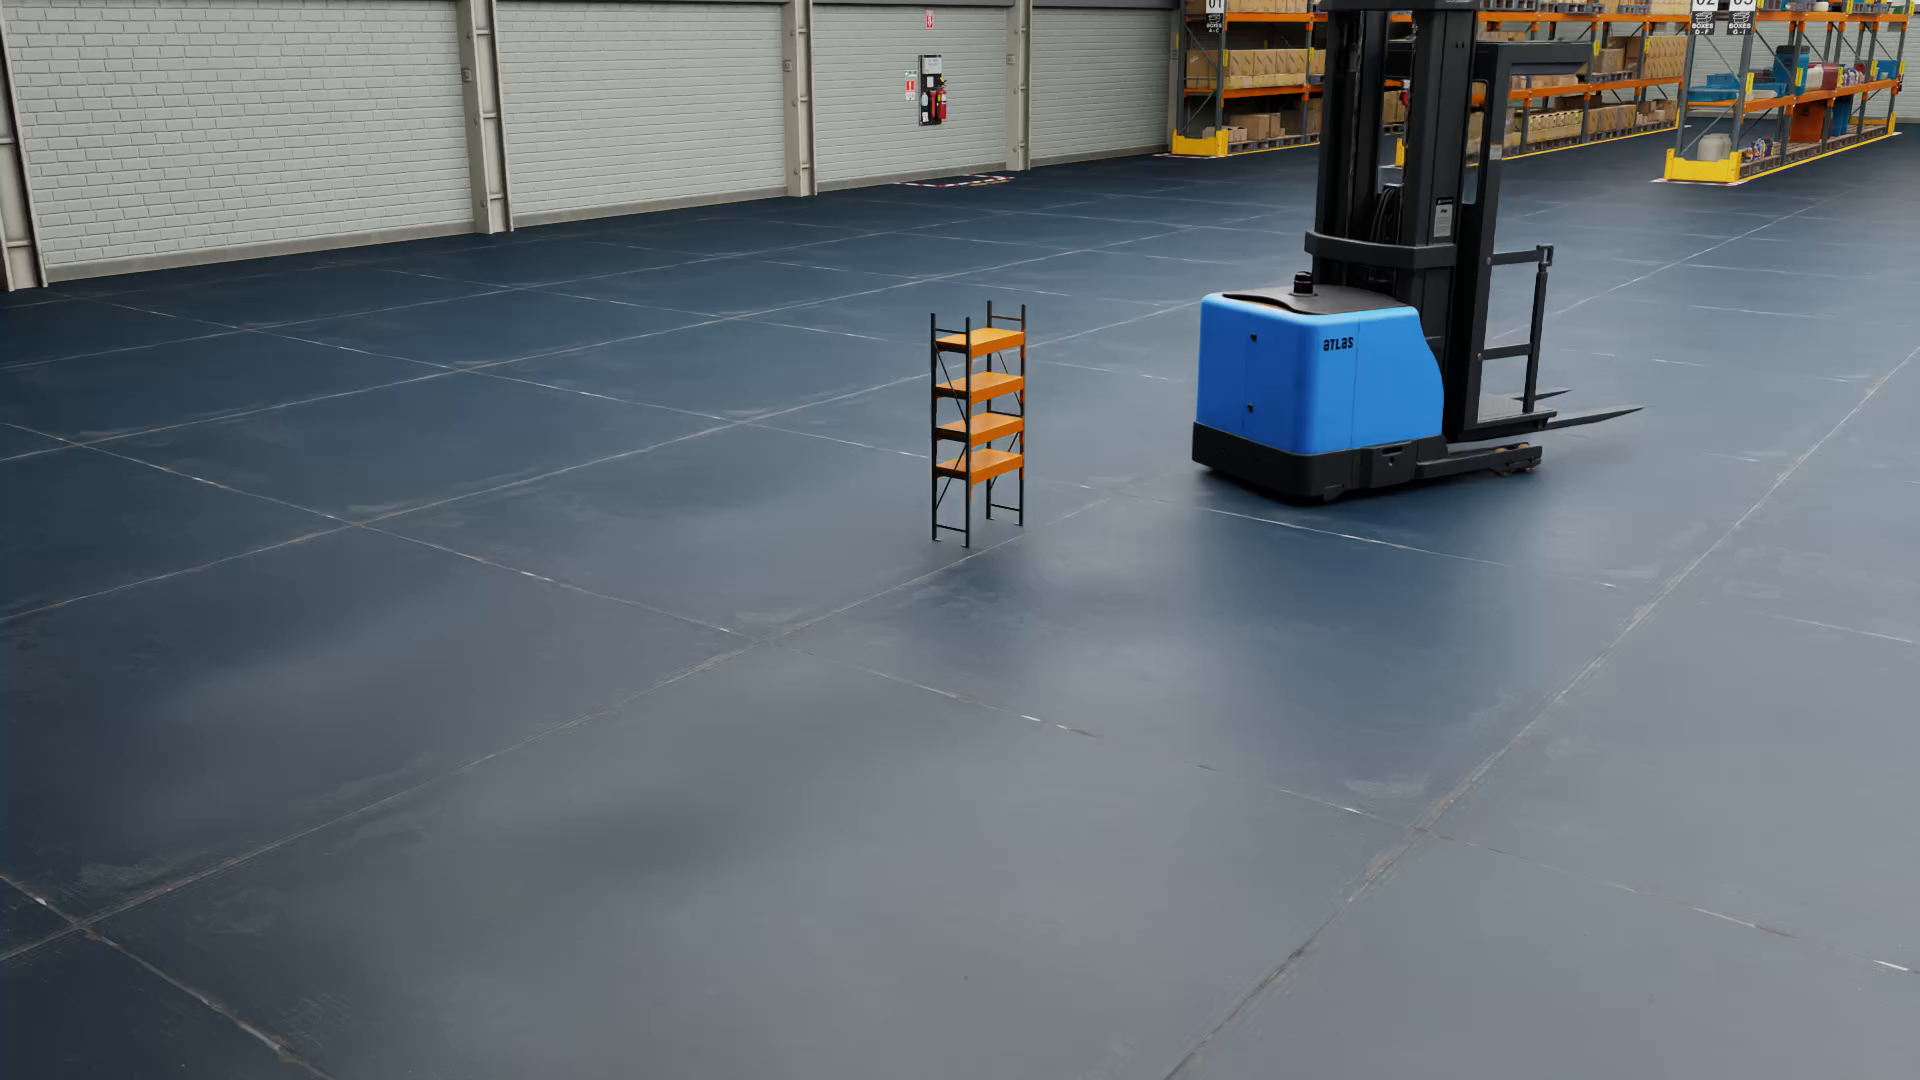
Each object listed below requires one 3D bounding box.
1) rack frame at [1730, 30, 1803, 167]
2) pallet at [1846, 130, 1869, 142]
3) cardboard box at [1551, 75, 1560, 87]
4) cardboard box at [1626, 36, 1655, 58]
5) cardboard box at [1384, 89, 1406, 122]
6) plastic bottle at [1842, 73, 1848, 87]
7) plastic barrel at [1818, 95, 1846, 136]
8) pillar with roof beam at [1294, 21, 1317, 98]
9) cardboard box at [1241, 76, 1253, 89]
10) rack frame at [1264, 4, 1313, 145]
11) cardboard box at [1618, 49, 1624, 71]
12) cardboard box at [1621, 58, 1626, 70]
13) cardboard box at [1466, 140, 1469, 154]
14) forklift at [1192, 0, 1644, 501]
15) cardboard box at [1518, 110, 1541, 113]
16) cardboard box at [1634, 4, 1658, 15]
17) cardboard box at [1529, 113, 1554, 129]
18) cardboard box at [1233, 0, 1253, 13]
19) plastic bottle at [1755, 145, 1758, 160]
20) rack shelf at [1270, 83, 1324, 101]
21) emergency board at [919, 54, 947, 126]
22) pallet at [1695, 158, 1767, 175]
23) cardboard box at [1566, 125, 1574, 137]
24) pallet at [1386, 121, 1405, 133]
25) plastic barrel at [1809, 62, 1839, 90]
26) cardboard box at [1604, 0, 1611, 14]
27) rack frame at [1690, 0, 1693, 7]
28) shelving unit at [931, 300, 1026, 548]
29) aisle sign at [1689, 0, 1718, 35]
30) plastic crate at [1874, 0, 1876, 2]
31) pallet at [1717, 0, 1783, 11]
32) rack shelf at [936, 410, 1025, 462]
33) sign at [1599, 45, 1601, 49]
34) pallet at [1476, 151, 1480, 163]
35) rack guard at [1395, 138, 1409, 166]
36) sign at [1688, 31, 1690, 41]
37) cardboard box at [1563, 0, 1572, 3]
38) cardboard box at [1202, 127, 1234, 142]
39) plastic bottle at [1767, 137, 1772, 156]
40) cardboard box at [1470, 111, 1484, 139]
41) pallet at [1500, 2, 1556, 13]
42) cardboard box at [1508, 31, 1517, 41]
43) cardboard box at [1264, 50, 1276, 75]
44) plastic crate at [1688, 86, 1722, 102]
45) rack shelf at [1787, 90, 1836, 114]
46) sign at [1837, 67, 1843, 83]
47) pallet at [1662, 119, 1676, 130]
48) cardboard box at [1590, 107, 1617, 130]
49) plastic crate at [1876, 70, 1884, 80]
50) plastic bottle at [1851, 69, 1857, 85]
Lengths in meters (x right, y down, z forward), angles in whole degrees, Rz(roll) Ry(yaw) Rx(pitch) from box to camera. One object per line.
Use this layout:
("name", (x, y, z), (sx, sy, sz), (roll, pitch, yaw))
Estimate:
("rack frame", (15.263, -8.629, 31.472), (1.000, 3.000, 0.127), (12, 21, 35))
("pallet", (20.436, -9.384, 38.608), (1.003, 0.211, 1.213), (12, 21, 35))
("cardboard box", (12.684, -10.103, 36.050), (0.500, 0.500, 0.500), (11, 20, 32))
("cardboard box", (16.560, -11.998, 40.468), (0.500, 0.500, 0.500), (13, 22, 36))
("cardboard box", (10.760, -10.866, 41.592), (0.750, 0.750, 0.750), (12, 21, 34))
("plastic bottle", (18.990, -9.898, 35.770), (0.152, 0.276, 0.135), (12, 21, 35))
("plastic barrel", (19.270, -9.437, 36.906), (0.600, 0.901, 0.708), (12, 21, 35))
("pillar with roof beam", (11.678, -13.280, 36.333), (9.100, 9.000, 0.400), (12, 21, 35))
("cardboard box", (5.767, -9.551, 34.661), (0.500, 0.250, 0.500), (12, 21, 33))
("rack frame", (7.306, -10.379, 37.110), (1.000, 3.000, 0.127), (12, 21, 35))
("cardboard box", (15.592, -11.585, 40.116), (0.700, 0.500, 0.500), (5, 18, 16))
("cardboard box", (16.145, -11.623, 40.944), (0.500, 0.500, 0.500), (13, 21, 36))
("cardboard box", (9.402, -7.528, 31.856), (0.500, 0.250, 0.500), (12, 21, 35))
("forklift", (2.943, -1.913, 9.961), (3.031, 2.935, 1.130), (-9, 20, -28))
("cardboard box", (12.510, -9.292, 36.592), (0.500, 0.311, 0.500), (12, 21, 33))
("cardboard box", (16.542, -12.843, 40.239), (0.500, 0.250, 0.500), (12, 21, 35))
("cardboard box", (12.343, -8.956, 35.510), (0.500, 0.311, 0.500), (12, 21, 33))
("cardboard box", (5.672, -11.074, 34.085), (0.500, 0.500, 0.500), (14, 22, 38))
("plastic bottle", (14.474, -7.065, 30.296), (0.097, 0.271, 0.097), (0, 17, 0))
("rack shelf", (8.498, -10.512, 38.750), (1.077, 0.370, 4.000), (12, 21, 35))
("emergency board", (-0.433, -7.735, 28.595), (0.194, 1.169, 0.643), (12, 21, 35))
("pallet", (14.103, -6.853, 30.455), (1.003, 0.211, 1.213), (12, 21, 35))
("cardboard box", (13.248, -9.053, 36.767), (0.500, 0.250, 0.500), (12, 21, 34))
("pallet", (10.947, -10.464, 42.084), (1.003, 0.211, 1.213), (12, 21, 35))
("plastic barrel", (17.613, -9.482, 33.992), (0.600, 0.536, 0.708), (12, 21, 35))
("cardboard box", (14.207, -12.169, 37.647), (0.910, 0.500, 0.500), (12, 21, 35))
("rack frame", (18.437, -15.228, 42.608), (1.000, 3.000, 0.127), (12, 21, 35))
("shelving unit", (0.099, -0.612, 8.693), (0.258, 1.200, 0.503), (12, 21, 35))
("aisle sign", (12.598, -8.953, 28.133), (0.394, 0.787, 0.004), (12, 21, 35))
("plastic crate", (21.282, -12.574, 39.225), (0.504, 0.338, 0.767), (12, 21, 35))
("pallet", (13.451, -9.198, 28.566), (1.003, 0.211, 1.213), (12, 21, 35))
("rack shelf", (0.099, -0.548, 8.713), (0.258, 0.148, 0.480), (12, 21, 35))
("sign", (15.613, -11.918, 40.604), (0.100, 0.325, 0.005), (12, 21, 35))
("pallet", (10.053, -7.699, 33.181), (1.003, 0.211, 1.213), (12, 21, 35))
("rack guard", (8.889, -7.353, 31.578), (1.175, 0.500, 0.348), (12, 21, 35))
("sign", (18.871, -12.964, 42.948), (0.100, 0.325, 0.005), (12, 21, 35))
("cardboard box", (12.797, -11.639, 35.652), (0.500, 0.250, 0.500), (12, 21, 34))
("cardboard box", (5.408, -8.502, 34.855), (0.500, 0.311, 0.500), (10, 20, 29))
("plastic bottle", (15.111, -7.369, 31.142), (0.144, 0.351, 0.185), (12, 21, 33))
("cardboard box", (9.986, -8.127, 32.520), (0.500, 0.500, 0.500), (12, 21, 35))
("pallet", (11.802, -11.058, 34.561), (0.805, 0.209, 1.217), (11, 21, 33))
("cardboard box", (10.728, -9.945, 33.354), (0.700, 0.500, 0.500), (12, 21, 35))
("cardboard box", (6.362, -10.146, 35.314), (0.500, 0.500, 0.500), (13, 22, 36))
("plastic crate", (12.937, -7.777, 28.980), (0.499, 0.251, 0.616), (12, 21, 35))
("rack shelf", (16.454, -8.762, 33.113), (1.077, 0.370, 4.000), (12, 21, 35))
("sign", (18.092, -9.564, 34.208), (0.100, 0.325, 0.005), (12, 21, 35))
("pallet", (17.917, -10.823, 43.241), (1.003, 0.211, 1.213), (12, 21, 35))
("cardboard box", (15.088, -9.901, 39.043), (0.500, 0.500, 0.500), (12, 21, 33))
("plastic crate", (21.395, -10.901, 38.971), (0.416, 0.233, 0.300), (12, 21, 35))
("plastic bottle", (19.634, -10.190, 36.582), (0.144, 0.351, 0.185), (12, 21, 35))
